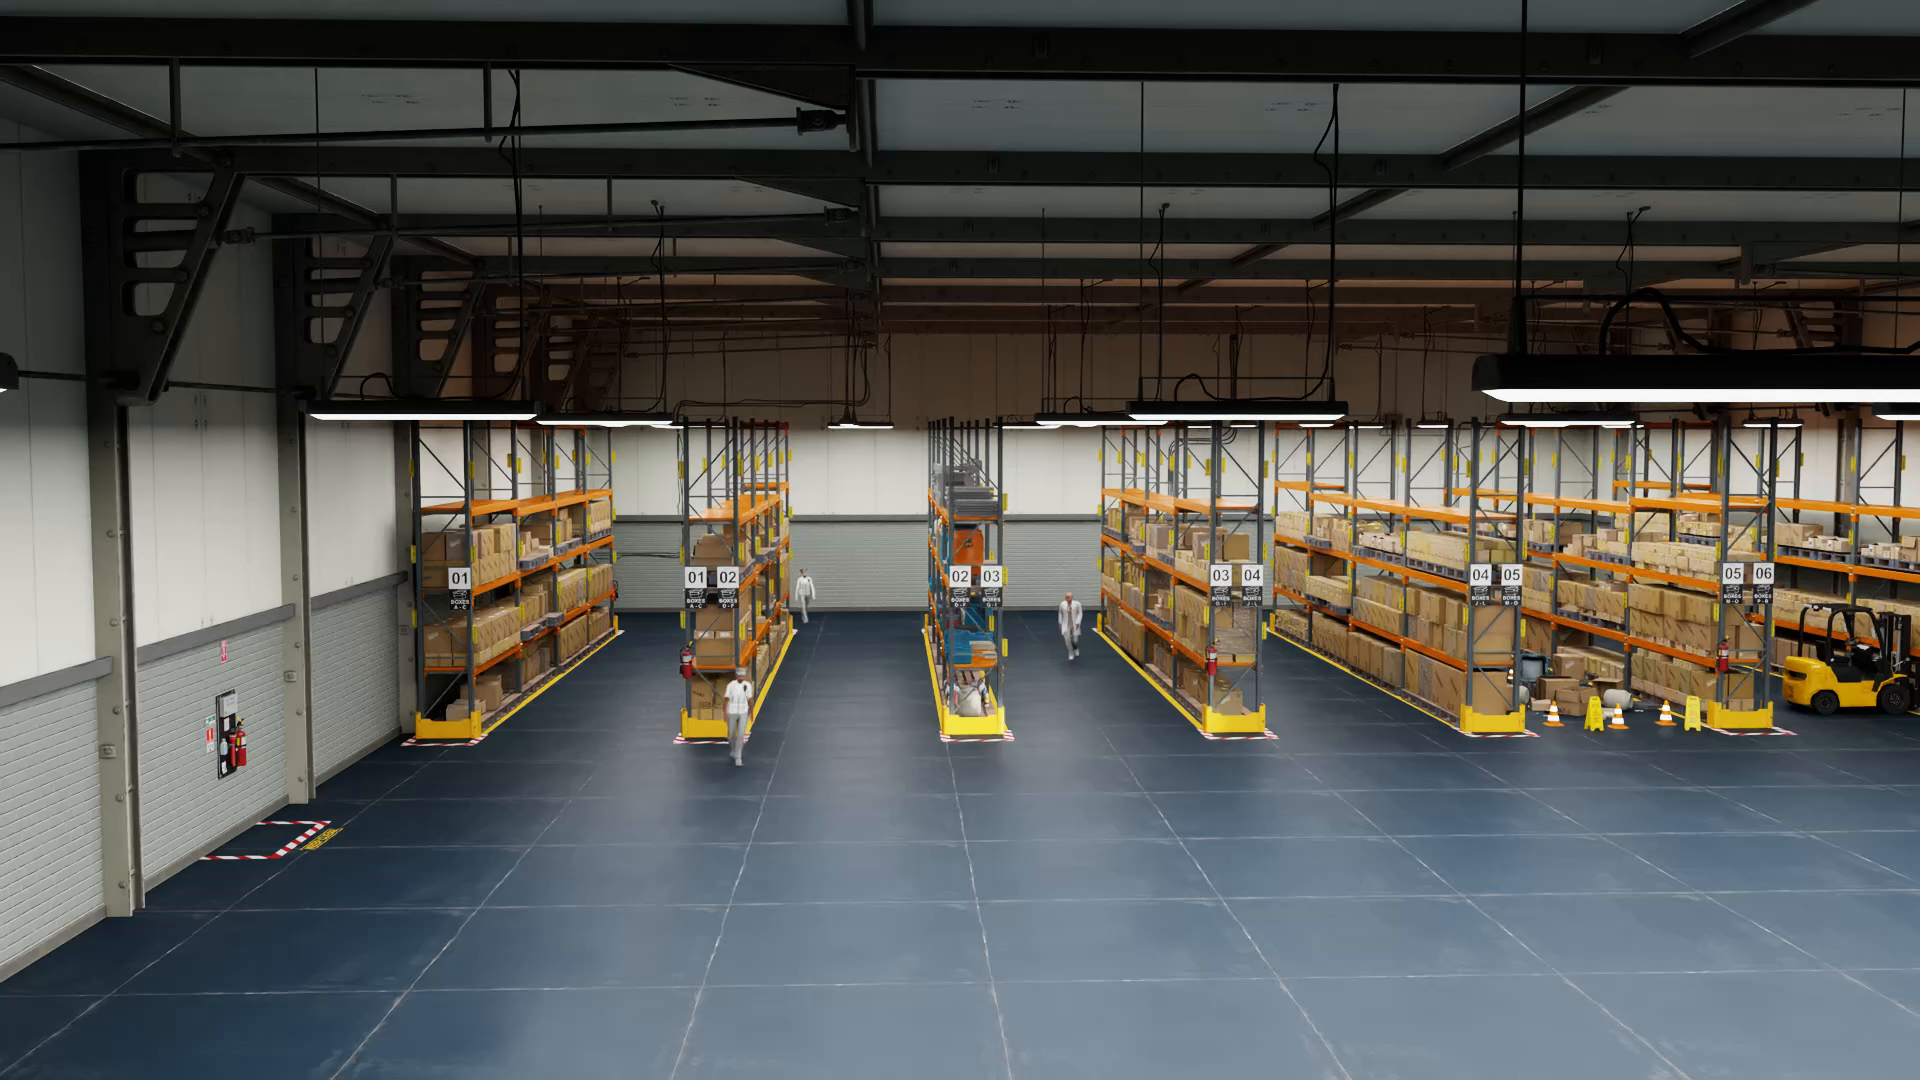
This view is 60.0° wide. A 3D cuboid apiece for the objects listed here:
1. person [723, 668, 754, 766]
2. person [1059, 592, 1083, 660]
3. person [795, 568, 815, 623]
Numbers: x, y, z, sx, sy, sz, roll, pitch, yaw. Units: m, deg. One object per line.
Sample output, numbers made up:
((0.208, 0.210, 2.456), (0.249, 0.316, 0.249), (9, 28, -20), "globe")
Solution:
((-3.836, 3.029, 28.817), (0.534, 1.638, 0.820), (-1, 4, -10), "person")
((2.793, 2.145, 41.990), (0.620, 1.695, 0.848), (1, 4, 8), "person")
((-4.623, 1.643, 49.743), (0.541, 1.619, 1.047), (-1, 4, -21), "person")
